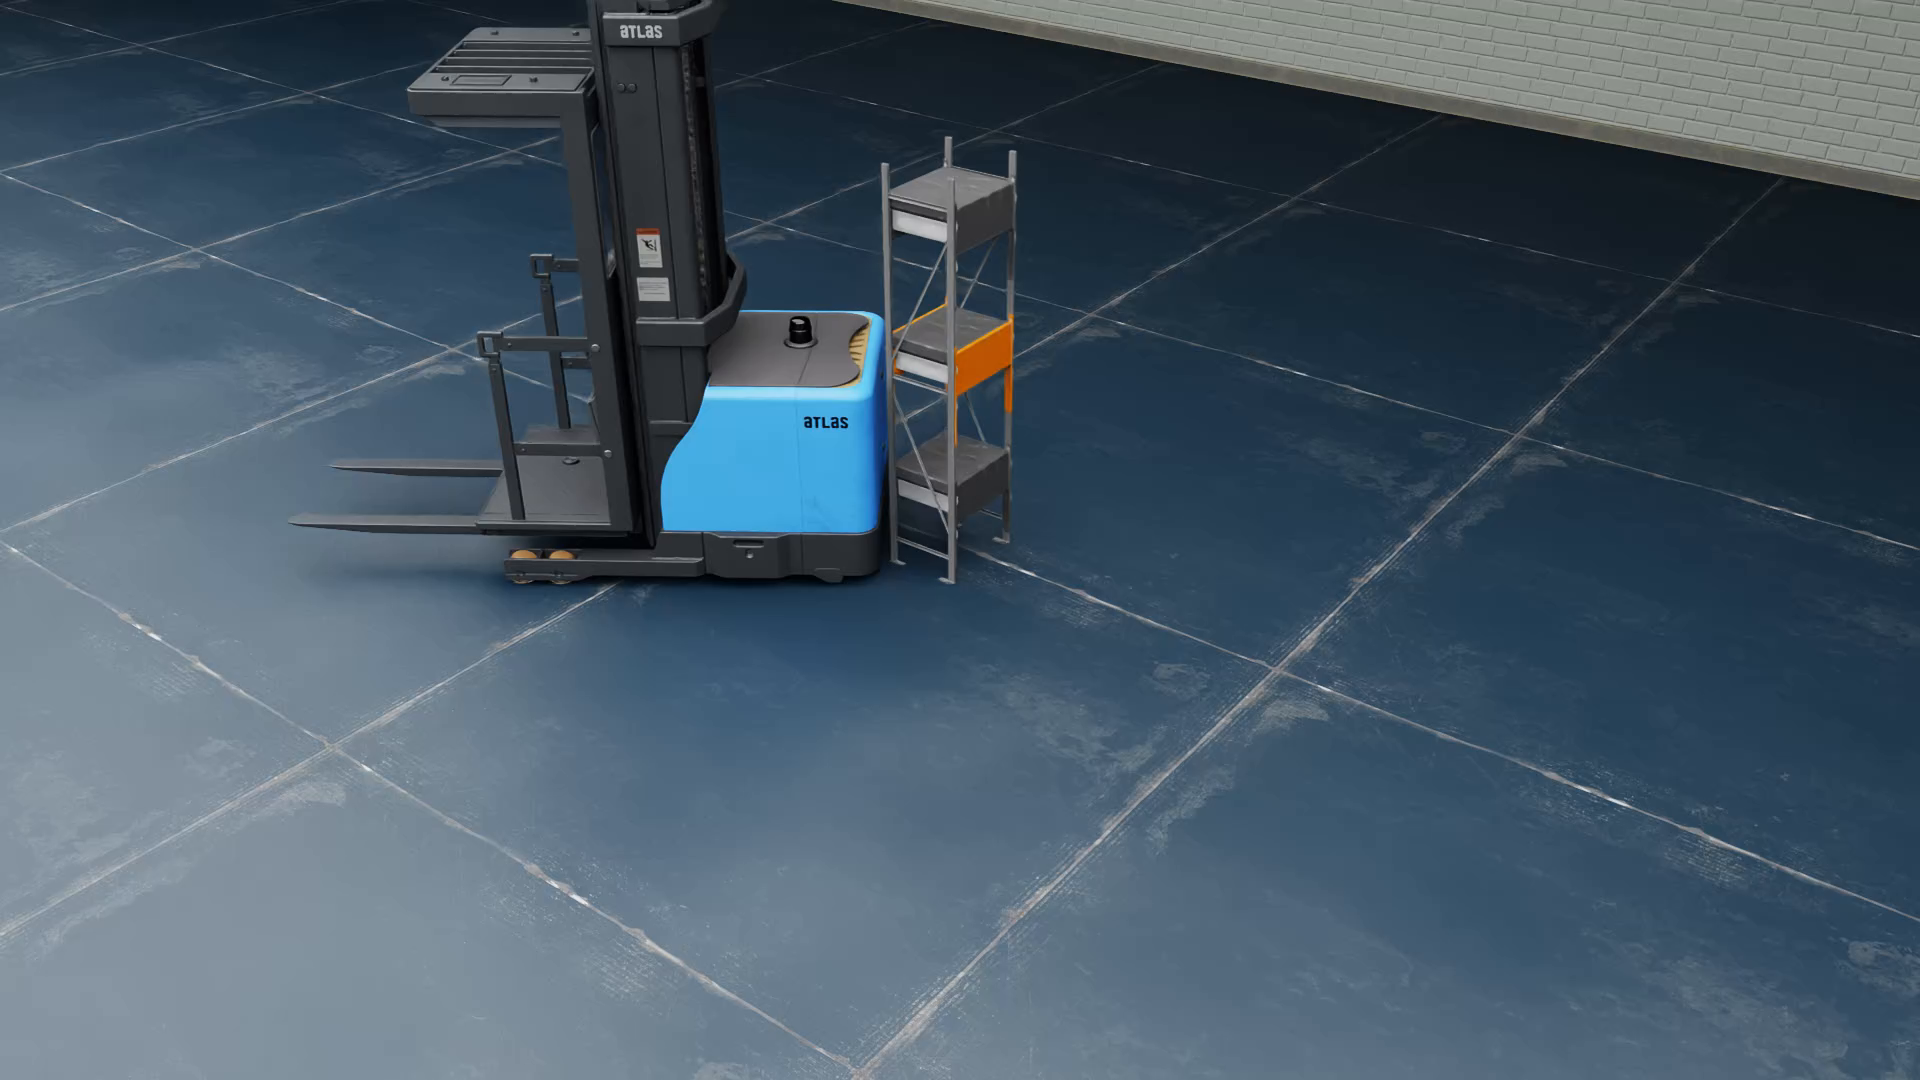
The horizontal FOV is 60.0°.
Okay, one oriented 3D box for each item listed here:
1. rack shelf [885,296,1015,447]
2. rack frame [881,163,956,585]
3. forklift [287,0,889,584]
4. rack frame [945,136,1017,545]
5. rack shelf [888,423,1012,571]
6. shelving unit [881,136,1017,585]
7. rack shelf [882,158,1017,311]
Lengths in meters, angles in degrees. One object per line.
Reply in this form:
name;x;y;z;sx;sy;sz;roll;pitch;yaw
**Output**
rack shelf;-0.047;-0.828;8.114;0.431;0.518;0.480;20;36;30
rack frame;-0.189;-0.738;7.936;0.400;2.100;0.015;20;36;30
forklift;-1.904;-1.307;8.080;3.031;2.935;1.130;1;31;1
rack frame;0.095;-0.941;8.278;0.400;2.100;0.015;20;36;30
rack shelf;-0.047;-0.225;8.471;0.431;0.518;0.480;20;36;30
shelving unit;-0.047;-0.839;8.107;0.431;2.100;0.503;20;36;30
rack shelf;-0.047;-1.430;7.757;0.431;0.518;0.480;20;36;30
